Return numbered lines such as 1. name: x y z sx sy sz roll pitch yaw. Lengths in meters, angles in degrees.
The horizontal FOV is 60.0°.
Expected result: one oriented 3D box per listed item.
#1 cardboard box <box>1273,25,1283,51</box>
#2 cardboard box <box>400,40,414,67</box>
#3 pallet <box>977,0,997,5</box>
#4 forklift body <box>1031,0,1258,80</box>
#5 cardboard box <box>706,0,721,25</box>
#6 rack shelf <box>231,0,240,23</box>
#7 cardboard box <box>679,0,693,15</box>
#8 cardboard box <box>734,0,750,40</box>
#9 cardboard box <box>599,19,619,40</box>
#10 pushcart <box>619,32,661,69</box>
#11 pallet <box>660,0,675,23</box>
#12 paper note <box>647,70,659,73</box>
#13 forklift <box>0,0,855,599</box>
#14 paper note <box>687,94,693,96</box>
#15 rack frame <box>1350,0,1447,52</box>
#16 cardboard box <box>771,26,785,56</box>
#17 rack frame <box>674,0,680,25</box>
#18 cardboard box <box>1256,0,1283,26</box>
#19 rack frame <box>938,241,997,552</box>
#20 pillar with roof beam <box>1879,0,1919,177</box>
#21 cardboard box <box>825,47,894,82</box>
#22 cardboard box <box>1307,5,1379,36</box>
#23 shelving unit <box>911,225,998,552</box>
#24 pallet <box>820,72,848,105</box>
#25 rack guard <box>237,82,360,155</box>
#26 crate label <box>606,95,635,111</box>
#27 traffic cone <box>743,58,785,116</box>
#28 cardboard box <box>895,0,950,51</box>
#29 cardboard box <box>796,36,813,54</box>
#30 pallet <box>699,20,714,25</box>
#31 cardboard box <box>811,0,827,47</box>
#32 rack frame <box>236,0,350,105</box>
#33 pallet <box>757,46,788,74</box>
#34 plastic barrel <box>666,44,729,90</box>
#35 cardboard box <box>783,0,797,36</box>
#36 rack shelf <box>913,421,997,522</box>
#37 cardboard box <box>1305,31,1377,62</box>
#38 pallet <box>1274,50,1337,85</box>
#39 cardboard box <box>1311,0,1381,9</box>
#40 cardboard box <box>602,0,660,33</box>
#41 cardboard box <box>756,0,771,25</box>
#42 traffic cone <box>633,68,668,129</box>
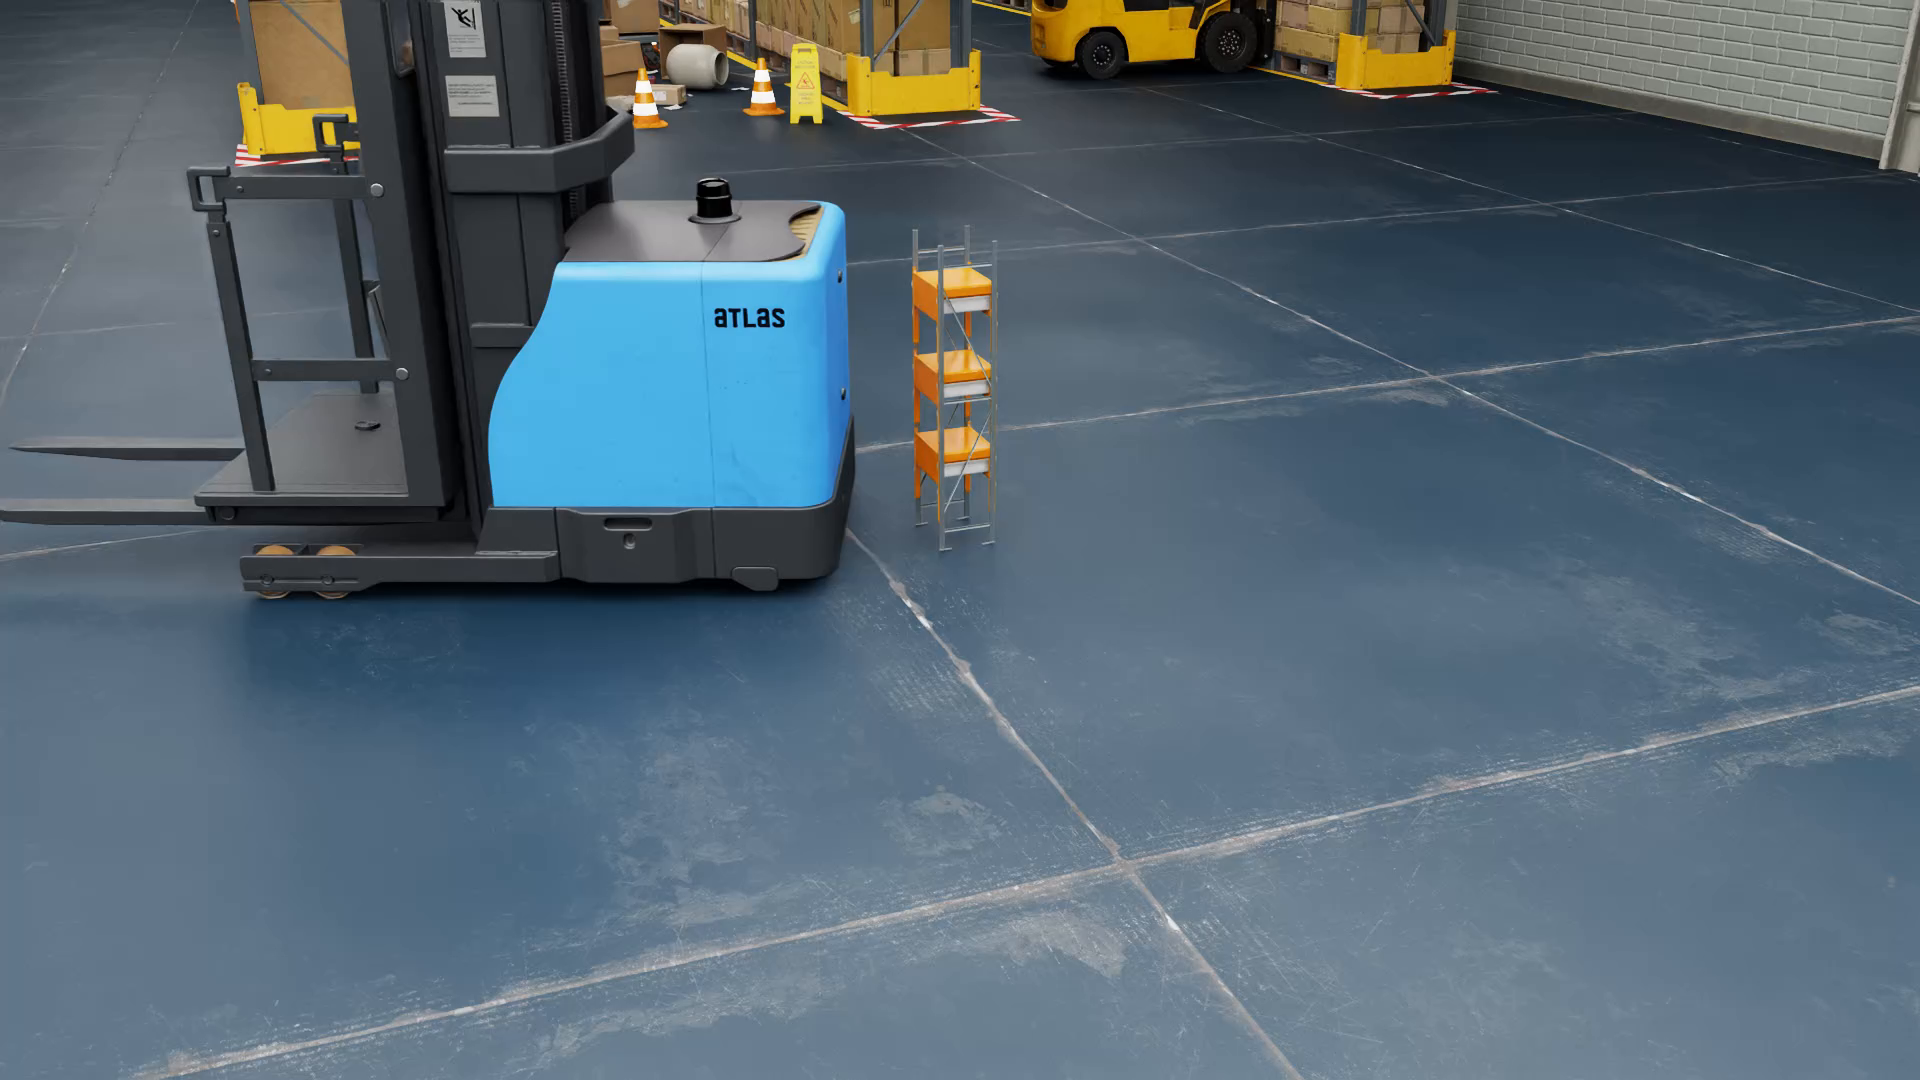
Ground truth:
1. cardboard box: 3.466 -5.297 17.454 0.500 0.250 0.500 -8 24 -18
2. cardboard box: -4.879 -4.359 15.445 0.500 0.500 0.500 -4 23 -10
3. pallet: 0.781 -8.219 24.978 1.003 0.211 1.213 -8 24 -19
4. forklift body: 1.886 -5.925 17.039 2.313 2.155 1.214 -8 24 -19
5. cardboard box: -2.484 -6.335 19.760 0.950 0.372 0.625 -8 24 -17
6. rack shelf: -5.681 -4.875 14.380 1.077 0.370 4.000 -8 24 -19
7. cardboard box: -3.015 -6.878 21.050 0.950 0.372 0.625 -10 25 -23
8. cardboard box: -1.980 -5.822 18.543 0.950 0.372 0.625 -8 24 -18
9. cardboard box: -3.706 -4.737 16.166 0.797 0.637 0.503 -8 24 -19
10. pushcart: -3.908 -5.109 17.387 1.648 0.377 0.936 -18 29 -37
11. pallet: -3.413 -7.114 22.357 1.003 0.211 1.213 -8 24 -19
12. paper note: -3.201 -4.854 17.227 0.148 0.019 0.142 -8 24 -19
13. forklift: -1.905 -1.368 5.222 3.031 2.935 1.130 0 23 0
14. paper note: -2.551 -4.205 15.714 0.032 0.001 0.123 -8 24 -19
15. rack frame: 4.263 -5.878 15.833 1.000 3.000 0.127 -8 24 -19
16. cardboard box: -1.637 -5.131 17.062 0.500 0.250 0.500 -7 24 -16
17. rack frame: -3.205 -8.102 21.111 1.000 3.000 0.127 -8 24 -19
18. cardboard box: 3.430 -5.537 17.381 0.500 0.250 0.500 -9 24 -20
19. rack frame: 0.024 -0.459 5.487 0.200 1.050 0.008 -8 24 -19
20. pillar with roof beam: 2.952 -6.248 8.988 9.100 9.000 0.400 -8 24 -19
21. cardboard box: -0.925 -4.387 15.297 0.500 0.250 0.500 -8 24 -19
22. cardboard box: 3.799 -5.169 16.507 0.500 0.250 0.500 -9 24 -20
23. shelving unit: -0.019 -0.503 5.592 0.215 1.050 0.252 -8 24 -19
24. pallet: -0.660 -4.238 15.533 1.003 0.211 1.213 -8 24 -19
25. rack guard: -4.966 -3.319 12.981 1.175 0.500 0.348 -8 24 -19
26. crate label: -2.992 -3.857 14.724 0.298 0.136 0.250 18 29 36
27. traffic cone: -1.738 -4.006 14.658 0.336 0.463 0.334 -8 24 -19
28. cardboard box: -0.414 -4.807 15.327 0.500 0.500 0.500 -9 25 -21
29. cardboard box: -1.282 -4.757 16.175 0.500 0.250 0.500 -9 25 -21
30. pallet: -2.503 -6.090 19.928 1.003 0.211 1.213 -8 24 -19
31. cardboard box: -1.094 -4.912 15.576 0.500 0.500 0.500 -7 24 -17
32. rack frame: -4.974 -4.479 12.516 1.000 3.000 0.127 -8 24 -19
33. pallet: -1.522 -5.125 17.637 1.003 0.211 1.213 -8 24 -19
34. plastic barrel: -2.525 -4.551 16.003 0.512 0.421 0.421 8 24 18
35. cardboard box: -1.455 -5.288 16.468 0.500 0.500 0.500 -7 24 -16
36. rack shelf: -0.019 -0.237 5.704 0.215 0.259 0.240 -8 24 -19
37. cardboard box: 3.802 -4.932 16.588 0.500 0.250 0.500 -8 24 -19
38. pallet: 3.954 -4.865 17.021 1.003 0.211 1.213 -8 24 -19
39. cardboard box: 3.809 -5.389 16.387 0.500 0.250 0.500 -8 24 -17
40. cardboard box: -3.447 -5.591 17.396 0.500 0.500 0.500 -8 24 -19
41. cardboard box: -1.836 -5.669 17.373 0.500 0.500 0.500 -7 24 -16
42. traffic cone: -2.656 -3.730 14.003 0.336 0.463 0.334 -8 24 -19
